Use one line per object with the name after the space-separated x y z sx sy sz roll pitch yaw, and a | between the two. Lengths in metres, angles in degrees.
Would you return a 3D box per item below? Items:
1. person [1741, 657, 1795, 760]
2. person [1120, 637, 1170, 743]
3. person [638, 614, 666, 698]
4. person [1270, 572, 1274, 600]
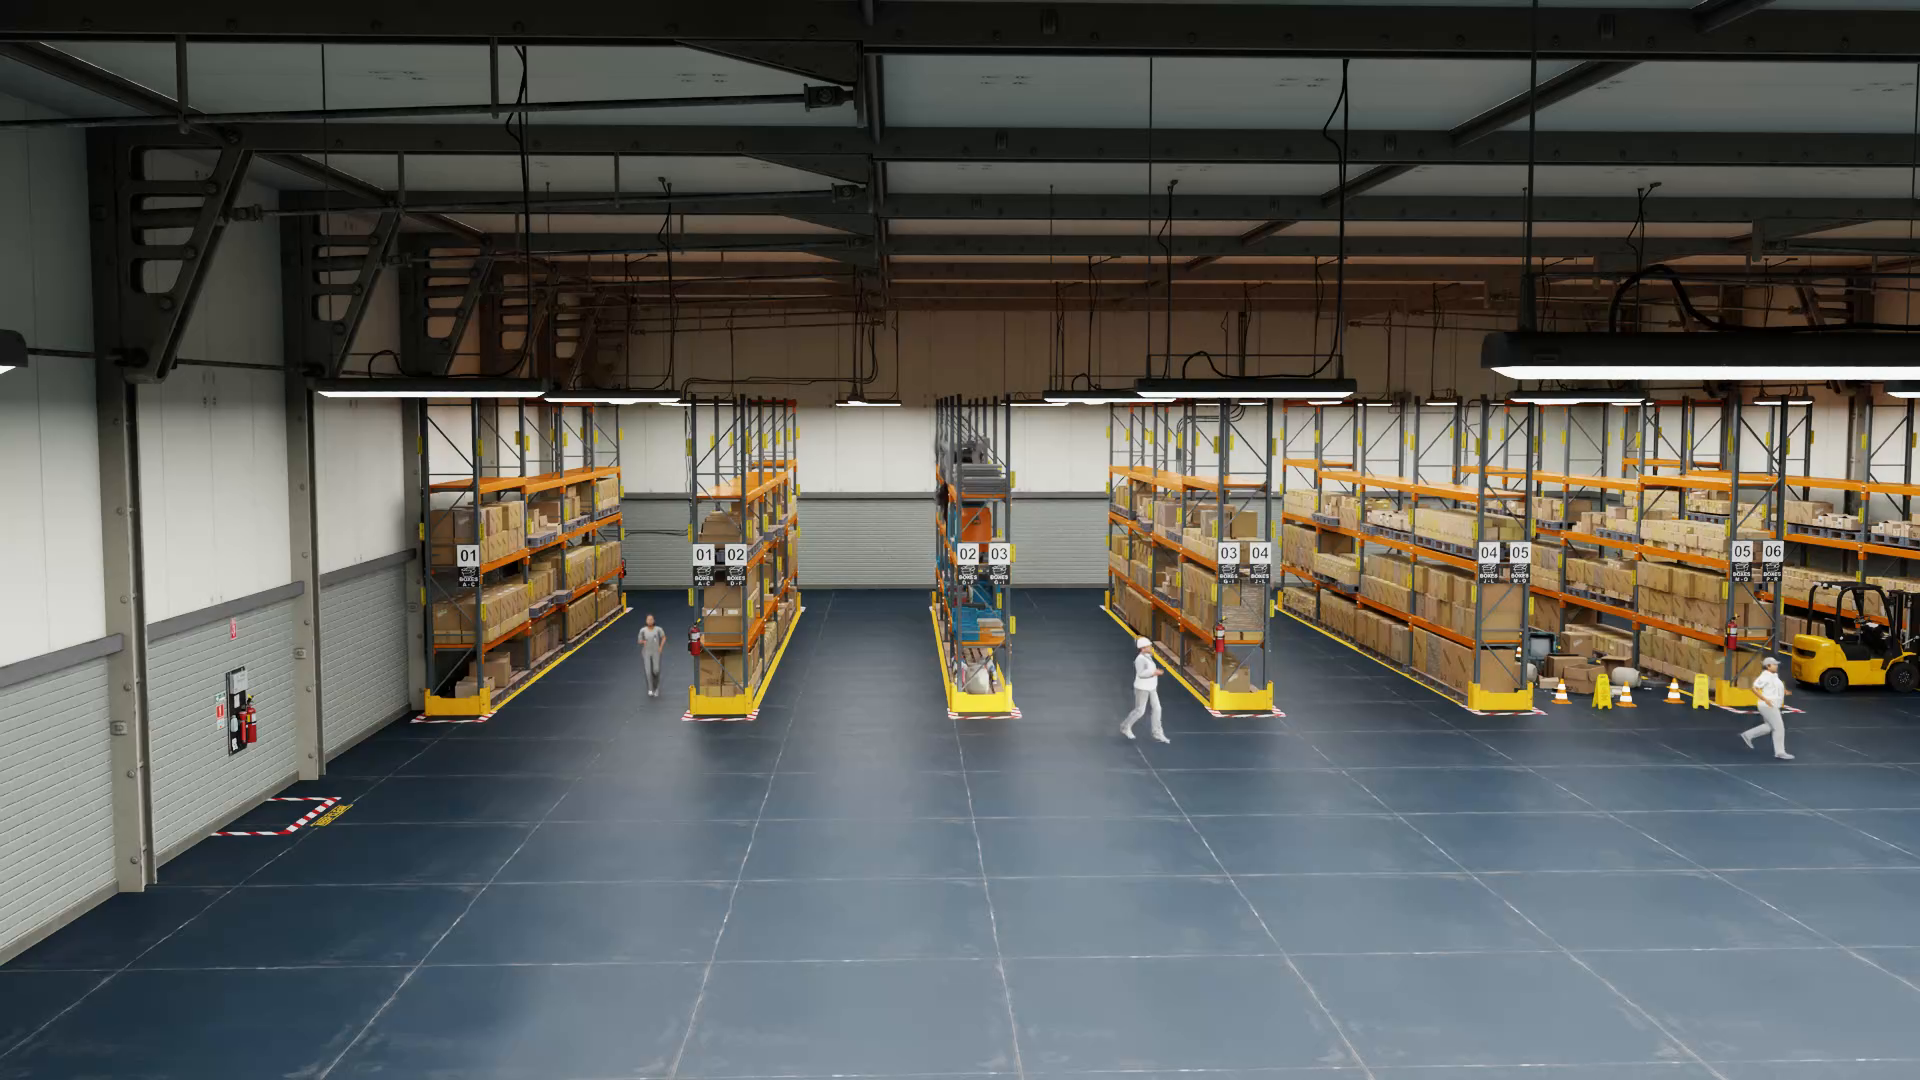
13.303 2.743 27.368 0.877 1.640 0.619 4 6 40 | person
3.168 2.574 28.572 0.854 1.811 0.651 2 5 26 | person
-6.115 2.301 32.969 0.546 1.678 0.641 -1 5 -7 | person
8.106 1.343 44.508 0.684 1.755 0.639 0 4 0 | person
